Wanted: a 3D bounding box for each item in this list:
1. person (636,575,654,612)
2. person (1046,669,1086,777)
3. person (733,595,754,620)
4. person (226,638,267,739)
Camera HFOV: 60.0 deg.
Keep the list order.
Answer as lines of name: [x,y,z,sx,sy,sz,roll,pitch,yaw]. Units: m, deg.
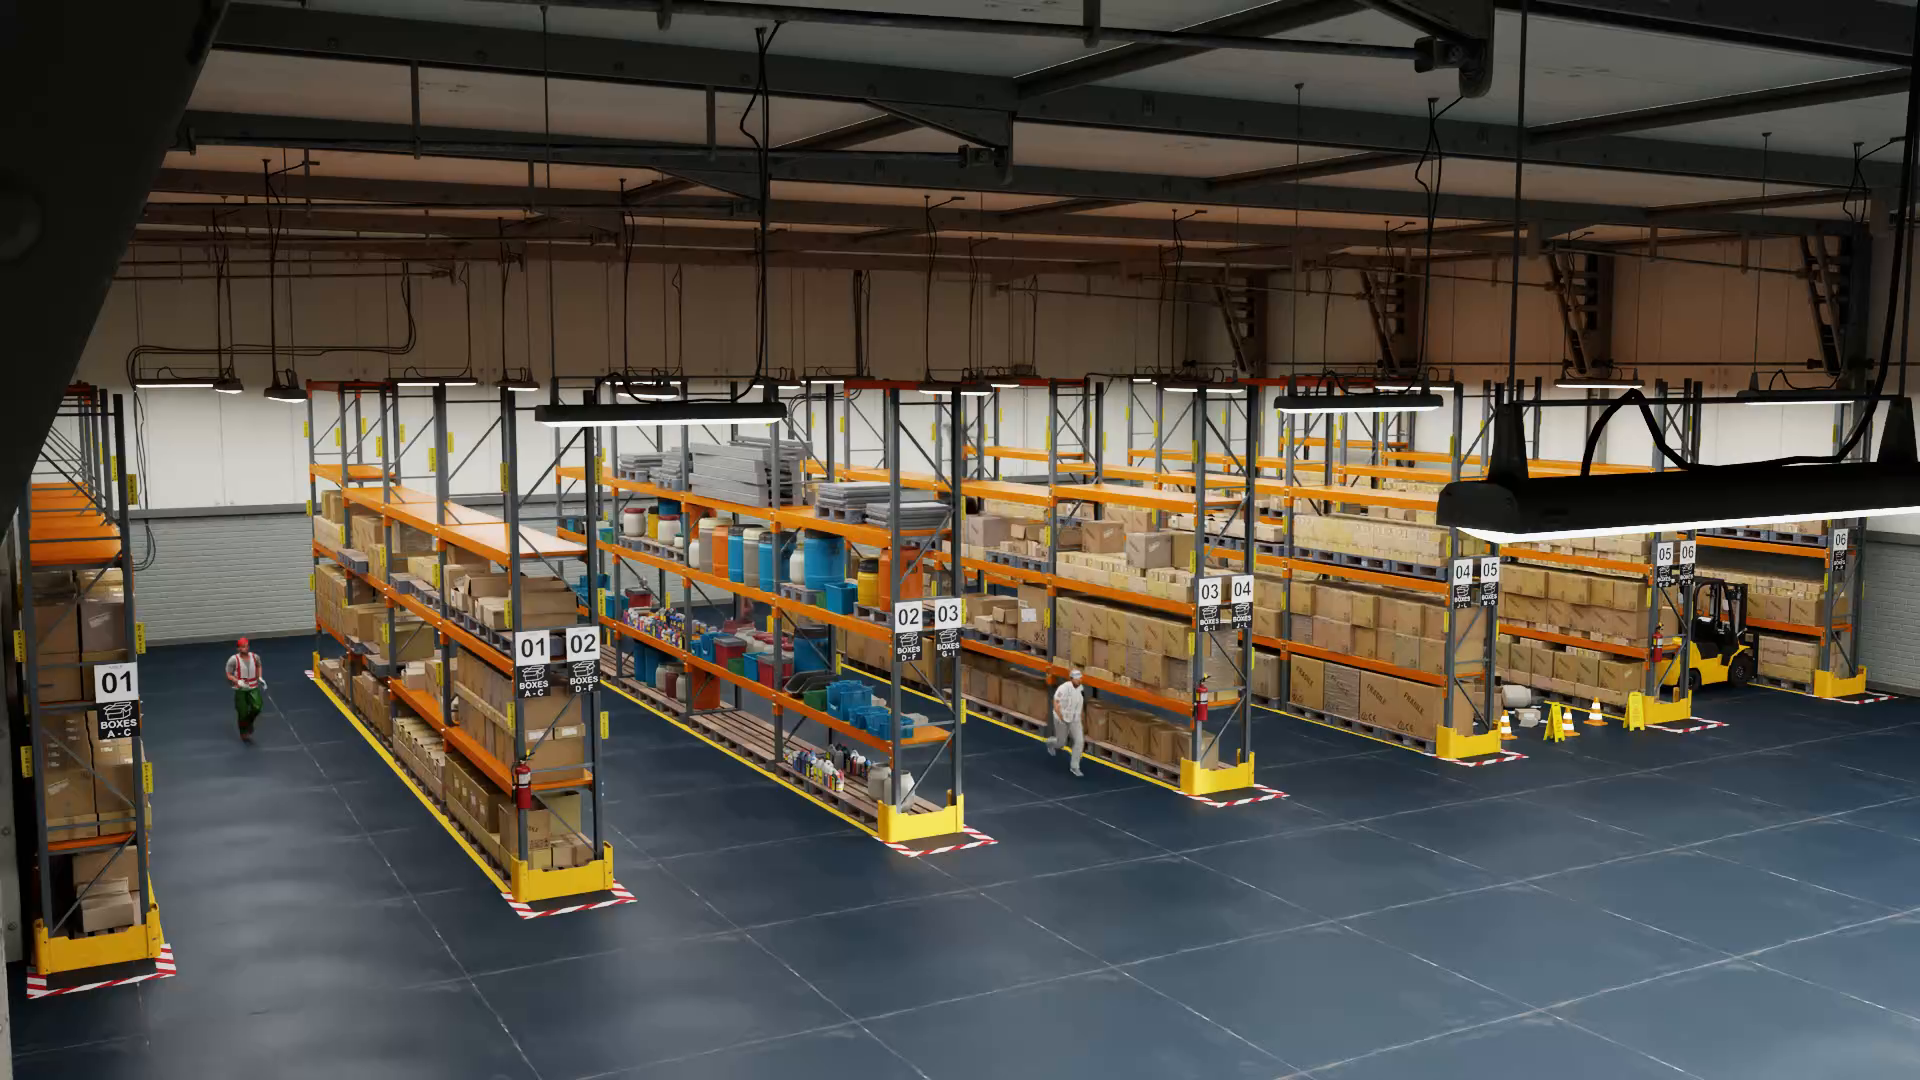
person: [-7.141,1.565,37.354,0.787,1.605,0.652,2,6,20]
person: [1.661,2.805,25.841,0.606,1.663,0.919,-3,7,-30]
person: [-5.162,1.317,39.475,0.616,1.640,0.609,0,6,-4]
person: [-11.949,2.496,27.903,0.661,1.734,0.642,-5,8,-41]
